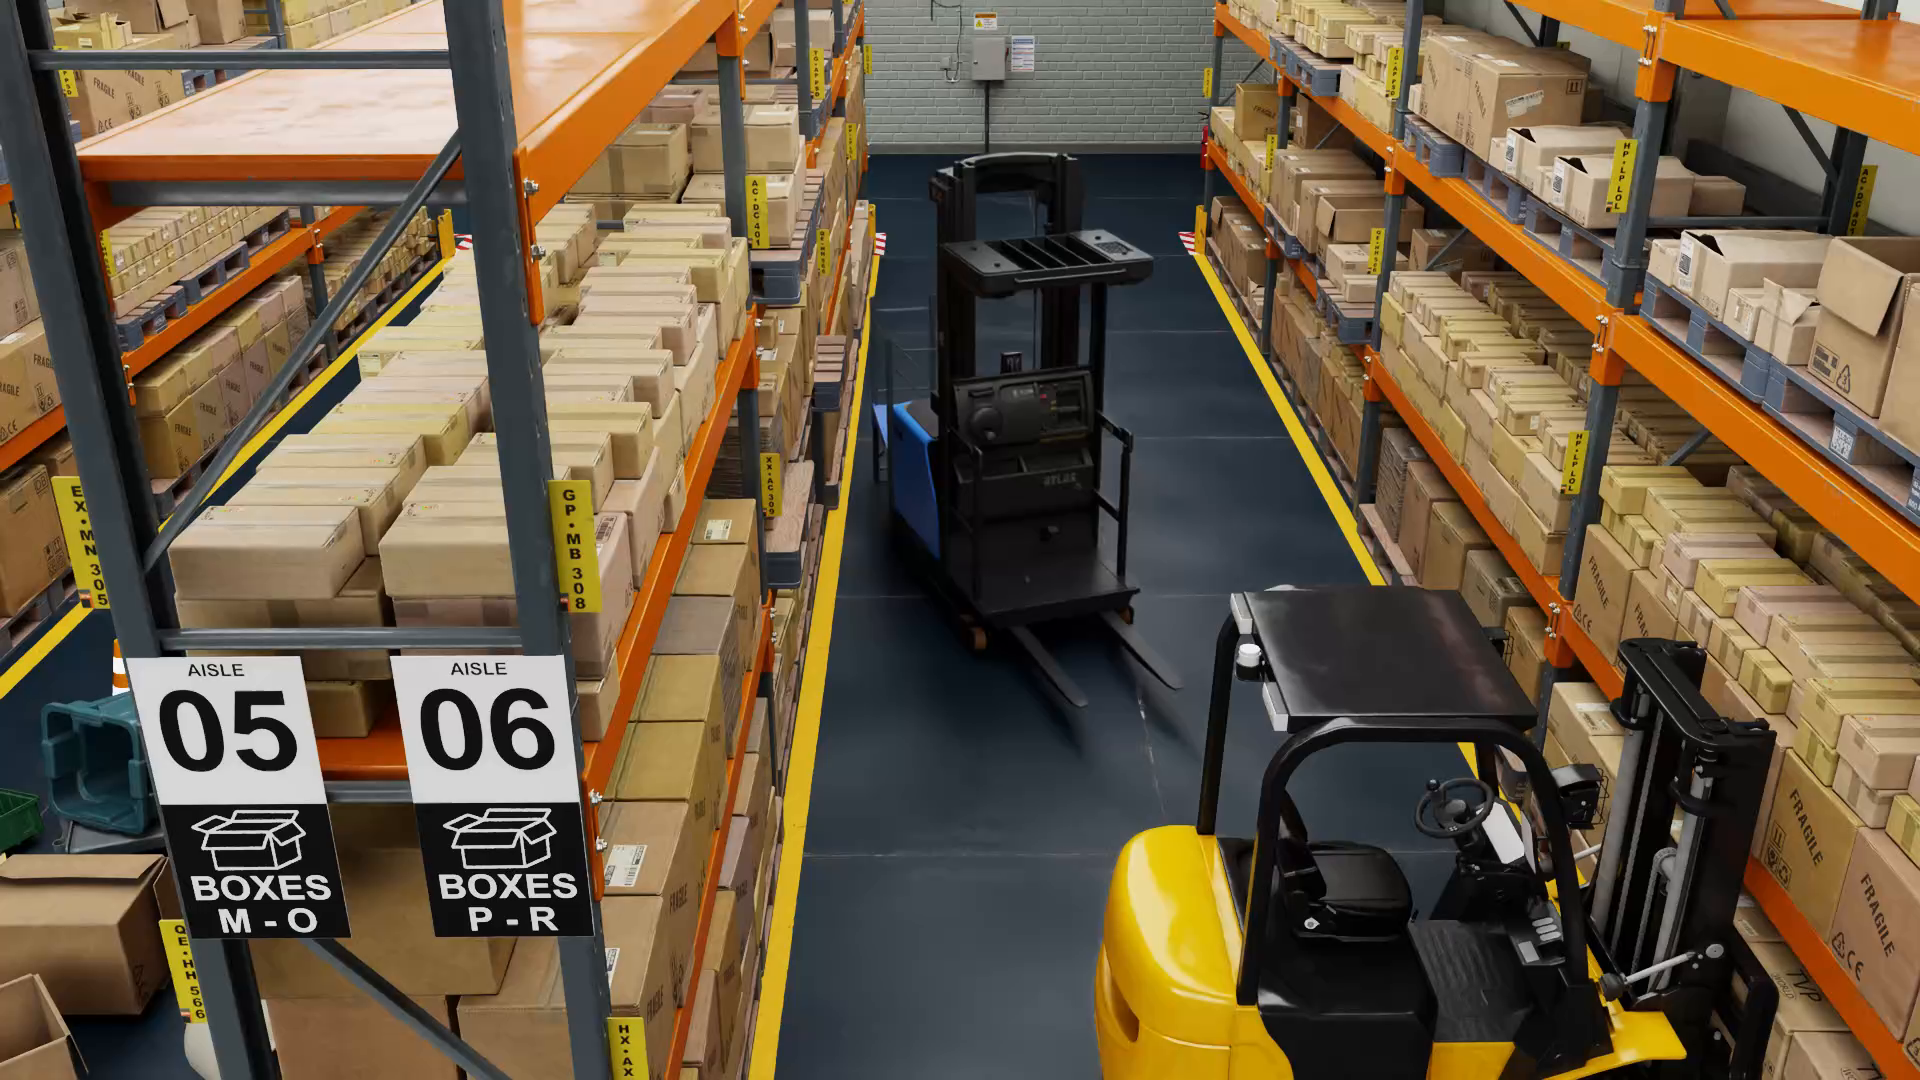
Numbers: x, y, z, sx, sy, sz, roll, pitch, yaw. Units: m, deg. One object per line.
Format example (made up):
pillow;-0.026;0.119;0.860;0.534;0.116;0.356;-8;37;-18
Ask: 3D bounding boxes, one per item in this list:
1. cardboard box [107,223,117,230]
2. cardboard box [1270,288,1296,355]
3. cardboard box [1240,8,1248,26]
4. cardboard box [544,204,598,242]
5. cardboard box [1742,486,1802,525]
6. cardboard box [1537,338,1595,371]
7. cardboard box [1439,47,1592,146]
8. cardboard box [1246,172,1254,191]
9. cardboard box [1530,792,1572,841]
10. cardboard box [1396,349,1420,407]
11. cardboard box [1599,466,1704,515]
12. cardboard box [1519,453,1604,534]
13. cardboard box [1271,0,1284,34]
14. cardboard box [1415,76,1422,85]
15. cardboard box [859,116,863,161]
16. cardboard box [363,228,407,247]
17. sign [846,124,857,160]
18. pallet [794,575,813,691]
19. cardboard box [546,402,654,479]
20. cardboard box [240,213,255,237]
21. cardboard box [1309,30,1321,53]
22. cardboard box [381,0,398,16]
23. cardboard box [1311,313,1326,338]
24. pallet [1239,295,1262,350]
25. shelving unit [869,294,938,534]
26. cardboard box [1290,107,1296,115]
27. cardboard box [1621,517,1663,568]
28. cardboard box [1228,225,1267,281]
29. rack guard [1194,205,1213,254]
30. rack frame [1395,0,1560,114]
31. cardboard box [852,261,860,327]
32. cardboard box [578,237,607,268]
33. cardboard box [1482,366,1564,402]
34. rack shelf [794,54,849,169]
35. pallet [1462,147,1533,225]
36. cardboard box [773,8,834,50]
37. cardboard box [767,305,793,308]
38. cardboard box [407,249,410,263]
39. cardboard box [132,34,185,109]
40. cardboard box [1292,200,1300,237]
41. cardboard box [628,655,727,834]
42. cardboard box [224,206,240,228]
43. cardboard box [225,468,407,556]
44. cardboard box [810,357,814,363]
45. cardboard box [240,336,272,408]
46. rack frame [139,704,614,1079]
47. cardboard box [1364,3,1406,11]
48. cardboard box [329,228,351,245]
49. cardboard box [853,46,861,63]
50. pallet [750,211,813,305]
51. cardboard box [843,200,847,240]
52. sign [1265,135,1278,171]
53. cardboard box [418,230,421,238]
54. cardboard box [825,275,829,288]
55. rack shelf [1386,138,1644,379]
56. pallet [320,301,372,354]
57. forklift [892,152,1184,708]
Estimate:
cardboard box;-6.925;-2.529;13.159;0.380;0.149;0.250;1;24;2
cardboard box;3.199;-2.037;15.520;0.500;0.500;0.500;1;24;2
cardboard box;3.066;-5.320;16.922;0.380;0.149;0.250;0;24;0
cardboard box;-1.780;-1.348;7.172;0.380;0.149;0.250;-1;24;-1
cardboard box;3.773;-0.131;7.513;0.380;0.149;0.250;-1;24;-2
cardboard box;3.704;-1.112;10.043;0.380;0.149;0.250;0;24;1
cardboard box;3.332;-2.678;10.023;0.700;0.500;0.500;-1;24;-2
cardboard box;3.104;-3.628;16.819;0.380;0.149;0.250;-1;24;-1
cardboard box;3.180;1.374;8.282;0.500;0.250;0.500;0;24;0
cardboard box;3.223;-1.077;11.056;0.500;0.250;0.500;-1;24;-2
cardboard box;3.213;-0.232;7.737;0.380;0.149;0.250;0;24;1
cardboard box;3.245;-0.249;8.618;0.500;0.250;0.500;-1;24;-2
cardboard box;3.163;-4.816;15.323;0.500;0.250;0.500;0;24;0
cardboard box;3.218;-3.161;11.541;0.380;0.149;0.250;0;24;1
cardboard box;-1.313;-4.238;17.743;0.500;0.500;0.500;0;24;1
cardboard box;-6.205;-3.264;17.938;0.380;0.149;0.250;1;24;1
sign;-1.002;-3.659;15.274;0.100;0.325;0.005;0;24;-1
pallet;-1.484;0.582;10.591;1.003;0.211;1.213;0;24;-1
cardboard box;-1.102;-0.290;4.831;0.380;0.149;0.250;0;24;-1
cardboard box;-6.284;-2.698;14.254;0.380;0.149;0.250;-1;24;-3
cardboard box;3.032;-4.023;13.423;0.380;0.149;0.250;0;24;1
cardboard box;-6.255;-5.647;17.521;0.500;0.250;0.500;0;24;0
cardboard box;3.233;-1.846;14.311;0.380;0.149;0.250;1;24;1
pallet;3.412;-2.197;16.735;1.003;0.211;1.213;0;24;-1
shelving unit;-0.354;-0.954;12.424;0.538;1.500;1.048;-4;25;-8
cardboard box;3.645;-4.712;18.732;0.500;0.250;0.500;0;24;1
cardboard box;3.251;0.010;7.562;0.380;0.149;0.250;0;24;1
cardboard box;3.163;-3.062;17.787;0.500;0.500;0.500;0;24;0
rack guard;3.376;-3.662;19.625;1.175;0.500;0.348;0;24;-1
rack frame;3.462;-4.270;10.654;1.000;3.000;0.127;0;24;-1
cardboard box;-1.444;-2.444;16.496;0.875;0.438;0.875;-1;24;-1
cardboard box;-1.726;-1.115;7.141;0.500;0.250;0.500;-1;24;-2
cardboard box;3.237;-0.895;9.564;0.380;0.149;0.250;0;24;0
rack shelf;-1.523;-3.375;13.190;1.077;0.370;4.000;0;24;-1
pallet;3.574;-2.077;9.674;1.003;0.211;1.213;1;24;2
cardboard box;-1.325;-4.316;13.994;0.500;0.311;0.500;0;24;-1
cardboard box;-1.201;-1.507;10.047;0.380;0.149;0.250;-1;24;-3
cardboard box;-6.286;-3.105;18.308;0.380;0.149;0.250;0;24;0
cardboard box;-6.213;-3.509;12.491;0.500;0.500;0.500;0;24;-1
cardboard box;3.050;-2.740;14.206;0.396;0.266;0.258;1;24;2
cardboard box;-1.171;0.774;6.300;0.500;0.500;0.500;-1;24;-2
cardboard box;-6.279;-2.715;13.931;0.380;0.149;0.250;-1;24;-3
cardboard box;-1.677;-0.076;4.358;0.380;0.149;0.250;0;24;0
cardboard box;-1.145;-1.138;10.804;0.380;0.149;0.250;-1;24;-3
cardboard box;-6.227;-1.422;14.162;0.500;0.500;0.500;-1;24;-2
rack frame;-1.414;1.784;4.548;1.000;3.000;0.127;0;24;-1
cardboard box;3.569;-4.370;13.828;0.380;0.149;0.250;0;24;1
cardboard box;-6.794;-3.257;17.924;0.380;0.149;0.250;1;24;2
cardboard box;-1.270;-5.248;17.975;0.380;0.149;0.250;0;24;-1
pallet;-1.358;-1.400;8.177;1.213;0.211;1.003;0;24;-1
cardboard box;-1.288;-2.909;15.106;0.500;0.250;0.500;-1;24;-2
sign;2.876;-3.573;15.344;0.100;0.325;0.005;0;24;-1
cardboard box;-6.297;-3.449;18.708;0.380;0.149;0.250;-1;24;-2
cardboard box;-1.264;-2.095;12.700;0.500;0.250;0.500;0;24;1
rack shelf;3.484;-1.751;9.598;1.077;0.370;4.000;0;24;-1
pallet;-6.536;-2.103;16.526;1.003;0.211;1.213;0;24;-1
forklift;0.484;-0.813;10.375;1.130;2.935;3.031;-8;26;-18
